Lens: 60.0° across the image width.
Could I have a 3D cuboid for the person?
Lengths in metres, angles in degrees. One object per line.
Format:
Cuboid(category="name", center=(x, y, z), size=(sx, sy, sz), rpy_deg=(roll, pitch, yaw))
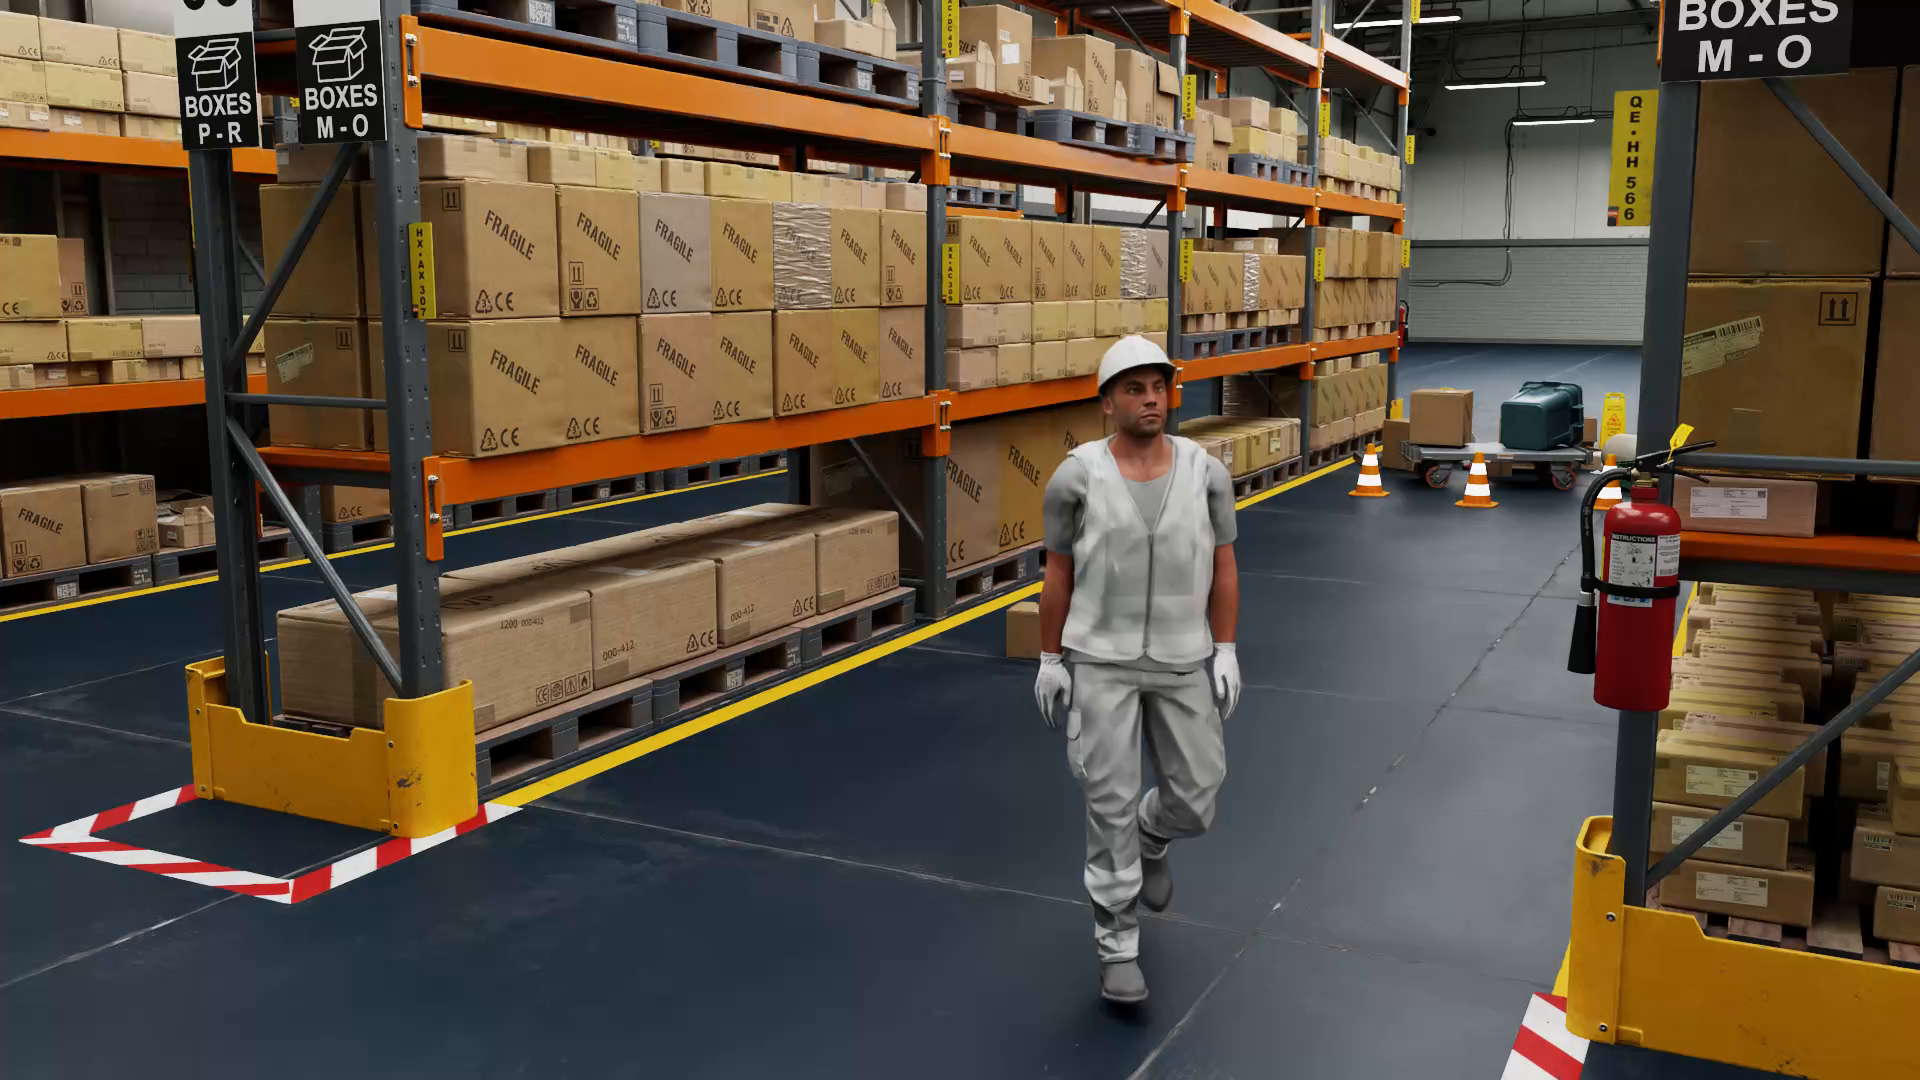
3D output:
Cuboid(category="person", center=(0.484, 0.328, 4.593), size=(0.565, 1.779, 0.714), rpy_deg=(-1, 9, -4))
